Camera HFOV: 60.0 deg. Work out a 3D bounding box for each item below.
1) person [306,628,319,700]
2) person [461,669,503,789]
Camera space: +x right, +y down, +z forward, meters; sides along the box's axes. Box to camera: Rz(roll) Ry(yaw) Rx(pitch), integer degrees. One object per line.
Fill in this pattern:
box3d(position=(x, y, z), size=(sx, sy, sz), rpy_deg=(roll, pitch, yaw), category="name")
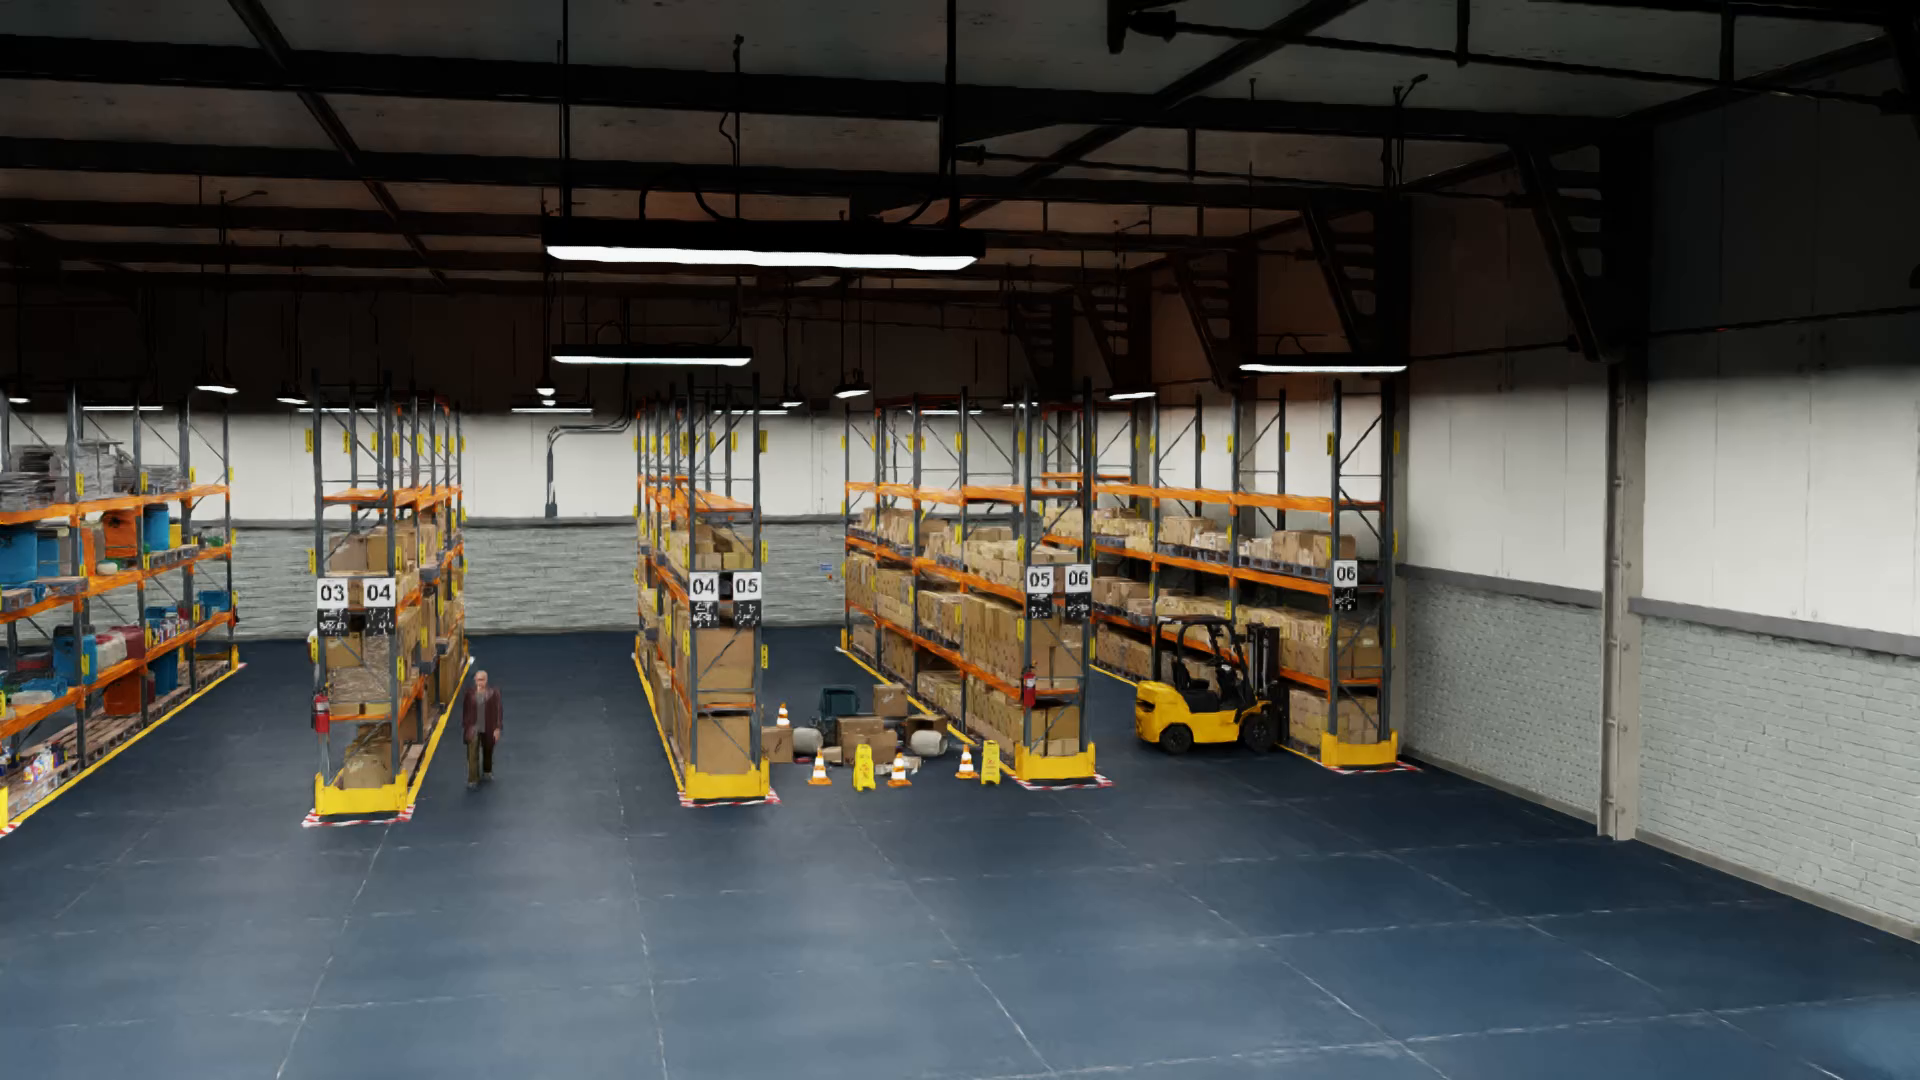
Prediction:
box3d(position=(-12.319, 2.288, 32.313), size=(0.719, 1.714, 0.578), rpy_deg=(-1, 3, -16), category="person")
box3d(position=(-6.983, 2.730, 24.300), size=(0.588, 1.700, 1.193), rpy_deg=(-1, 3, -16), category="person")
